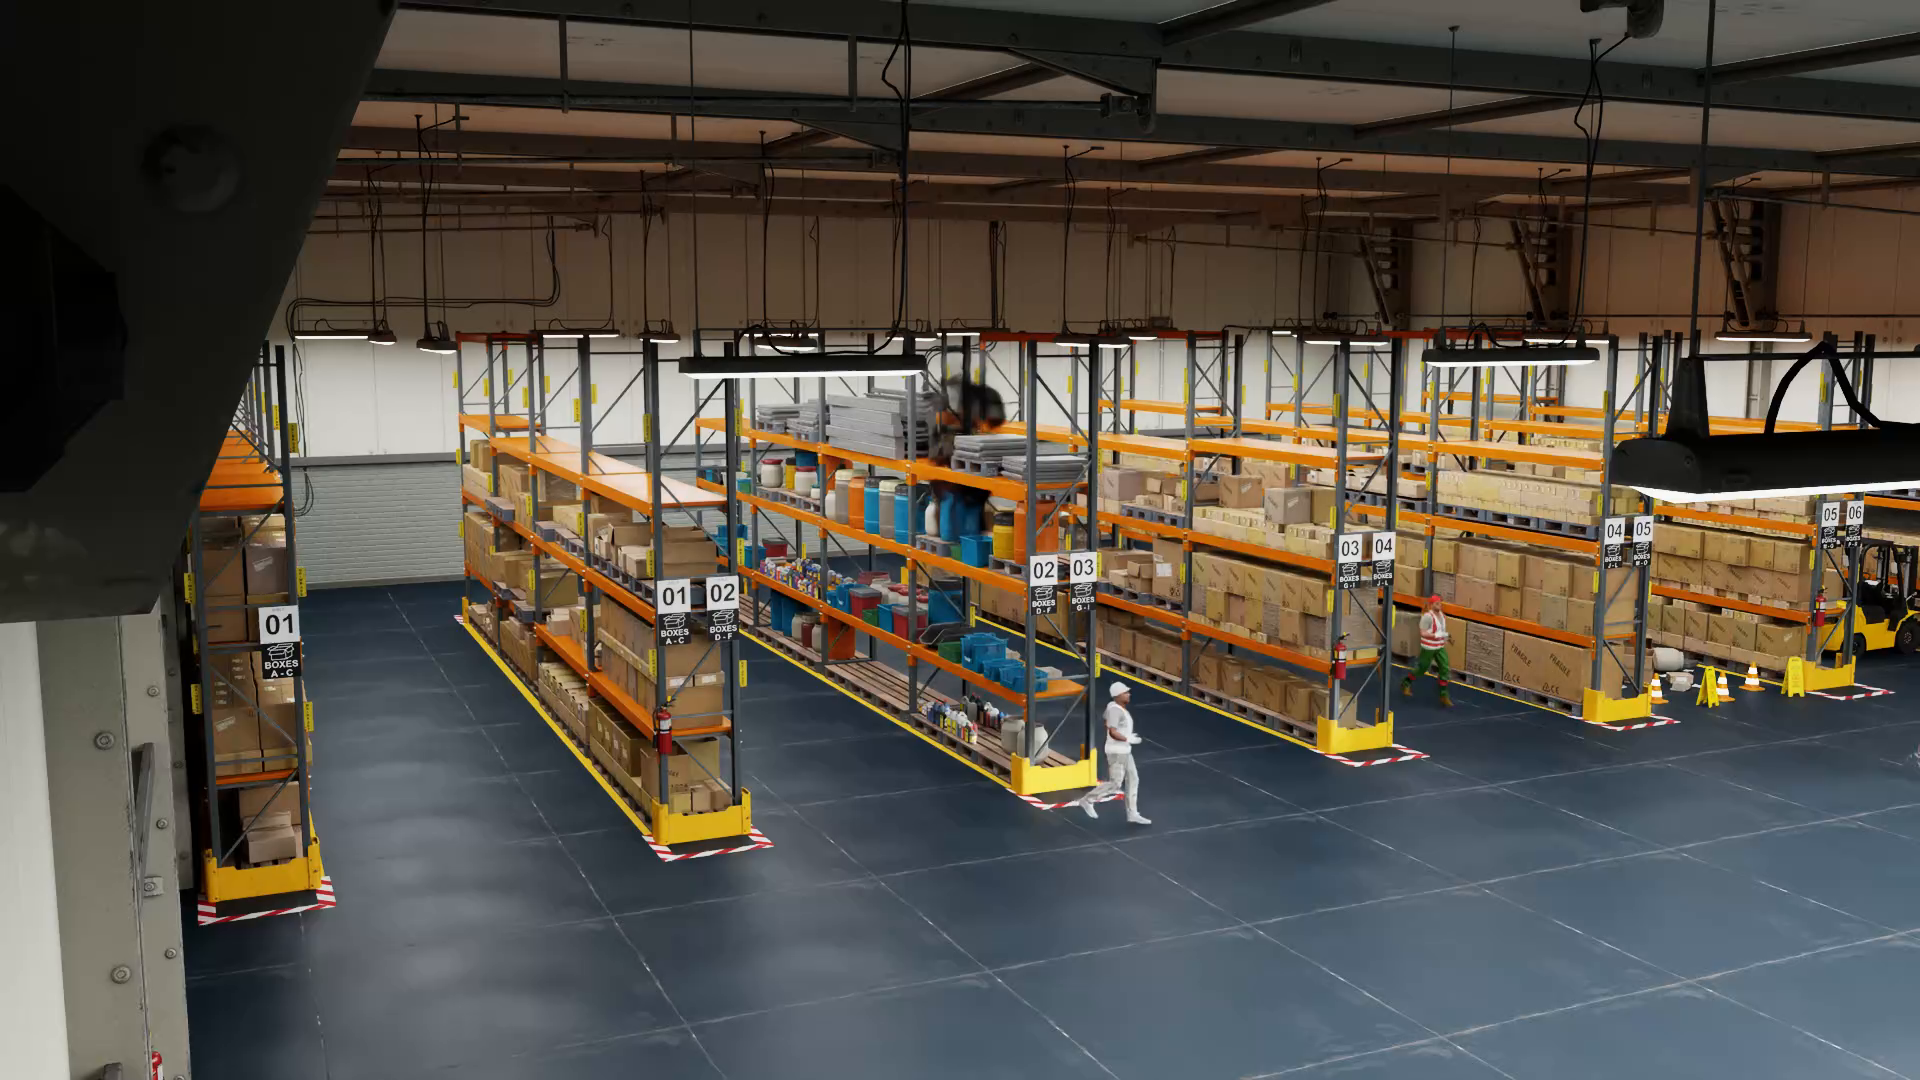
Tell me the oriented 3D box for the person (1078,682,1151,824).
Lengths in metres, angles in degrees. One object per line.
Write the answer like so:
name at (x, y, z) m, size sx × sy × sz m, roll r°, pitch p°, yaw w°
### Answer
person at (1.961, 2.656, 20.820) m, size 0.908 × 1.766 × 0.698 m, roll 2°, pitch 8°, yaw 12°

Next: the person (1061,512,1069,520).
person at (2.437, 0.179, 39.285) m, size 0.746 × 1.754 × 1.013 m, roll -2°, pitch 8°, yaw -13°

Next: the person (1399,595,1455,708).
person at (7.700, 1.779, 27.217) m, size 0.673 × 1.814 × 0.980 m, roll -5°, pitch 9°, yaw -32°

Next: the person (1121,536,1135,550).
person at (4.212, -0.165, 41.946) m, size 0.745 × 1.787 × 0.724 m, roll 3°, pitch 8°, yaw 19°
